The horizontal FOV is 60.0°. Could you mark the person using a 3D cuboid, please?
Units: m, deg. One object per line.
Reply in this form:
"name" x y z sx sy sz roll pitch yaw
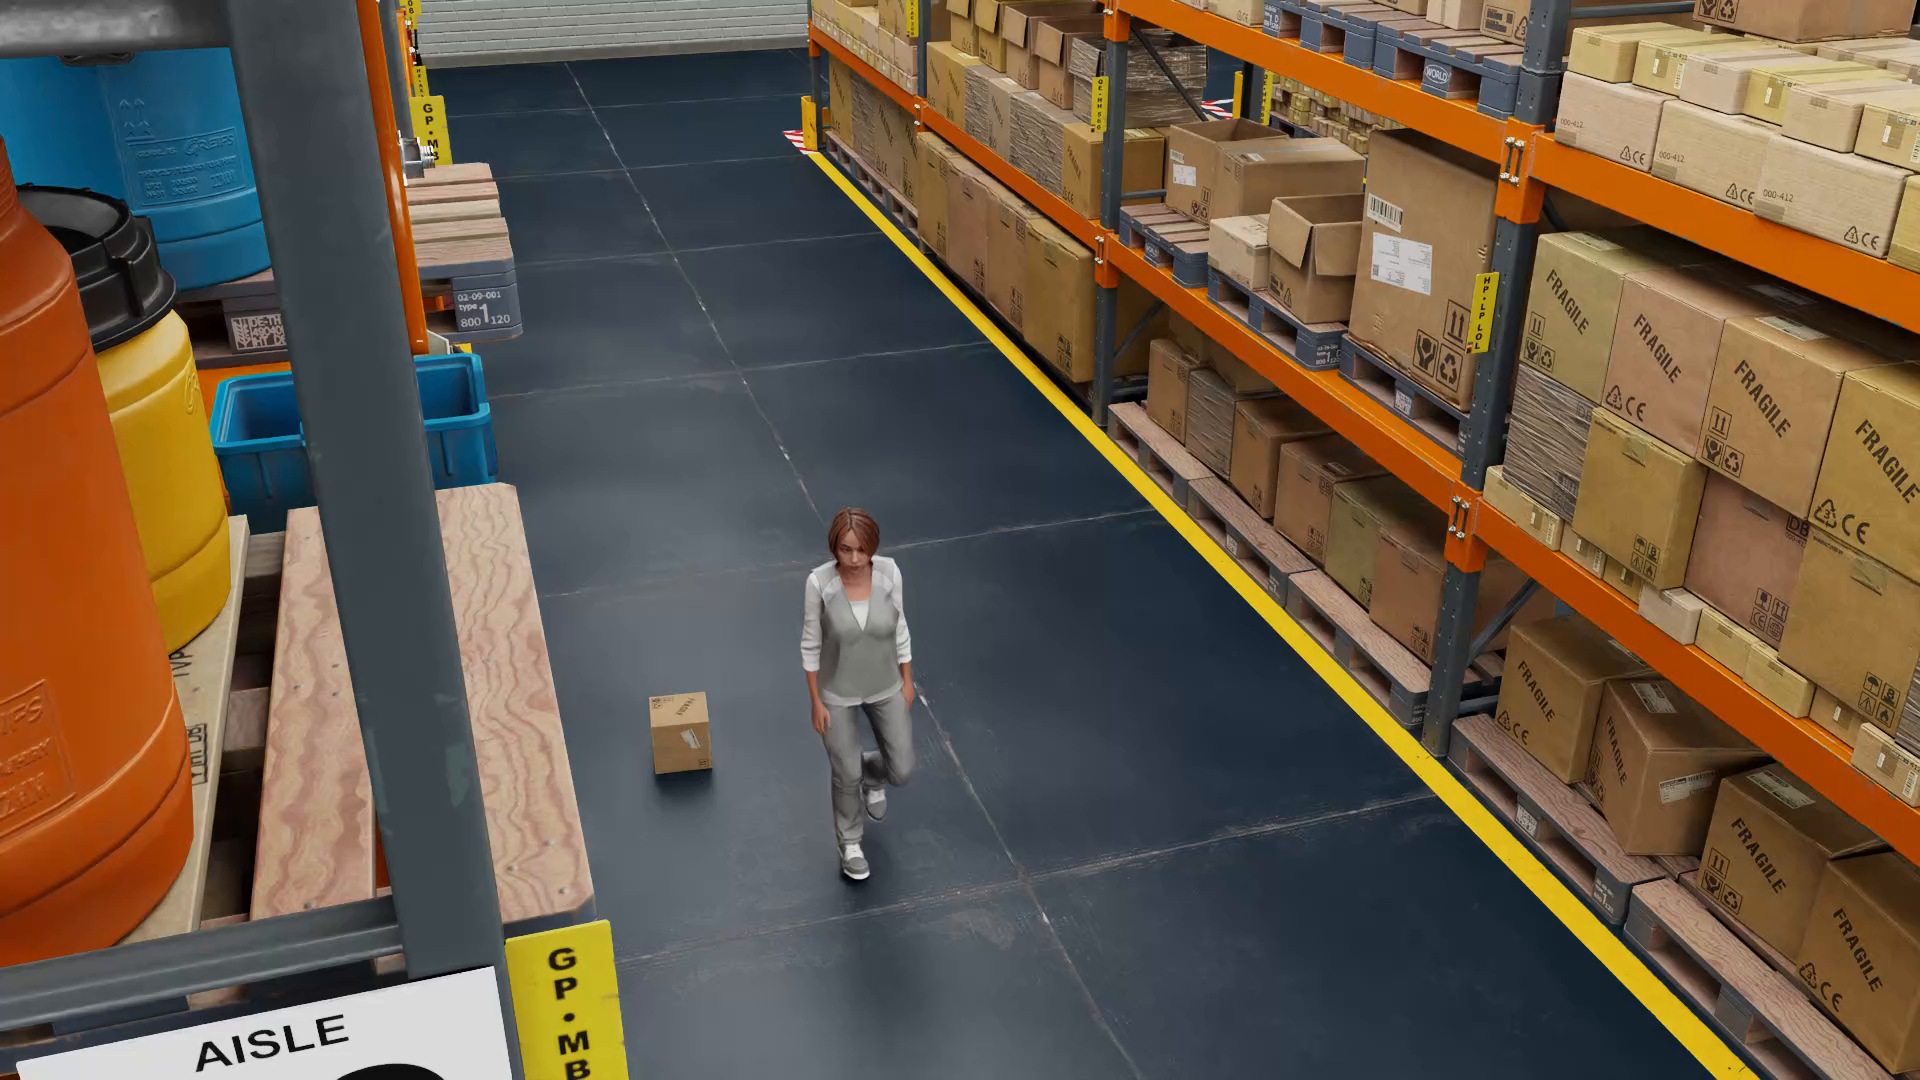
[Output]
"person" -0.400 0.563 6.459 0.445 1.591 0.467 -7 28 -13
